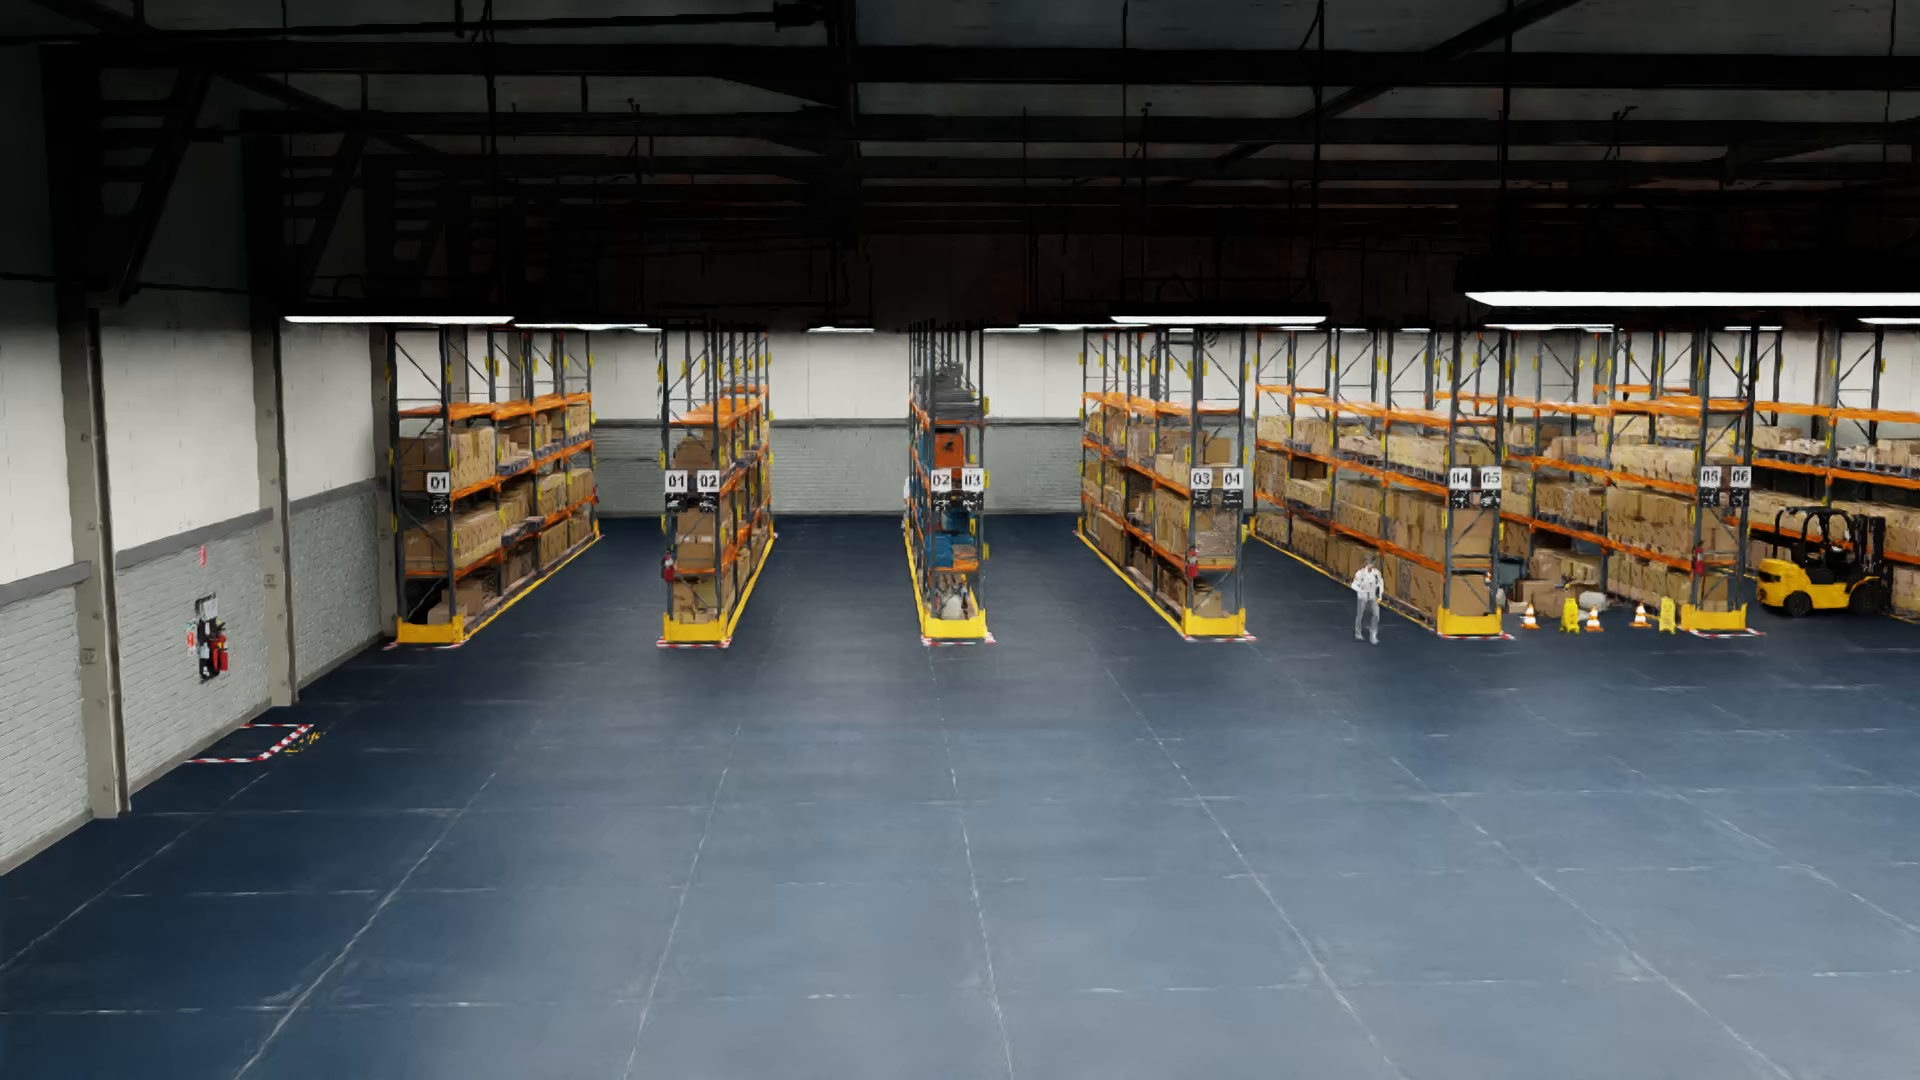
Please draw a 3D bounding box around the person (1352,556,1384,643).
[{"bbox_3d":[7.642,1.077,31.163,0.636,1.621,0.814,0,7,2],"label":"person"}]

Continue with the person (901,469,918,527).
[{"bbox_3d":[-1.449,-1.237,49.299,0.613,1.765,0.629,-5,9,-38],"label":"person"}]

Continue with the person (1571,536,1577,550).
[{"bbox_3d":[16.074,-0.592,44.004,0.584,1.748,0.653,3,8,25],"label":"person"}]
